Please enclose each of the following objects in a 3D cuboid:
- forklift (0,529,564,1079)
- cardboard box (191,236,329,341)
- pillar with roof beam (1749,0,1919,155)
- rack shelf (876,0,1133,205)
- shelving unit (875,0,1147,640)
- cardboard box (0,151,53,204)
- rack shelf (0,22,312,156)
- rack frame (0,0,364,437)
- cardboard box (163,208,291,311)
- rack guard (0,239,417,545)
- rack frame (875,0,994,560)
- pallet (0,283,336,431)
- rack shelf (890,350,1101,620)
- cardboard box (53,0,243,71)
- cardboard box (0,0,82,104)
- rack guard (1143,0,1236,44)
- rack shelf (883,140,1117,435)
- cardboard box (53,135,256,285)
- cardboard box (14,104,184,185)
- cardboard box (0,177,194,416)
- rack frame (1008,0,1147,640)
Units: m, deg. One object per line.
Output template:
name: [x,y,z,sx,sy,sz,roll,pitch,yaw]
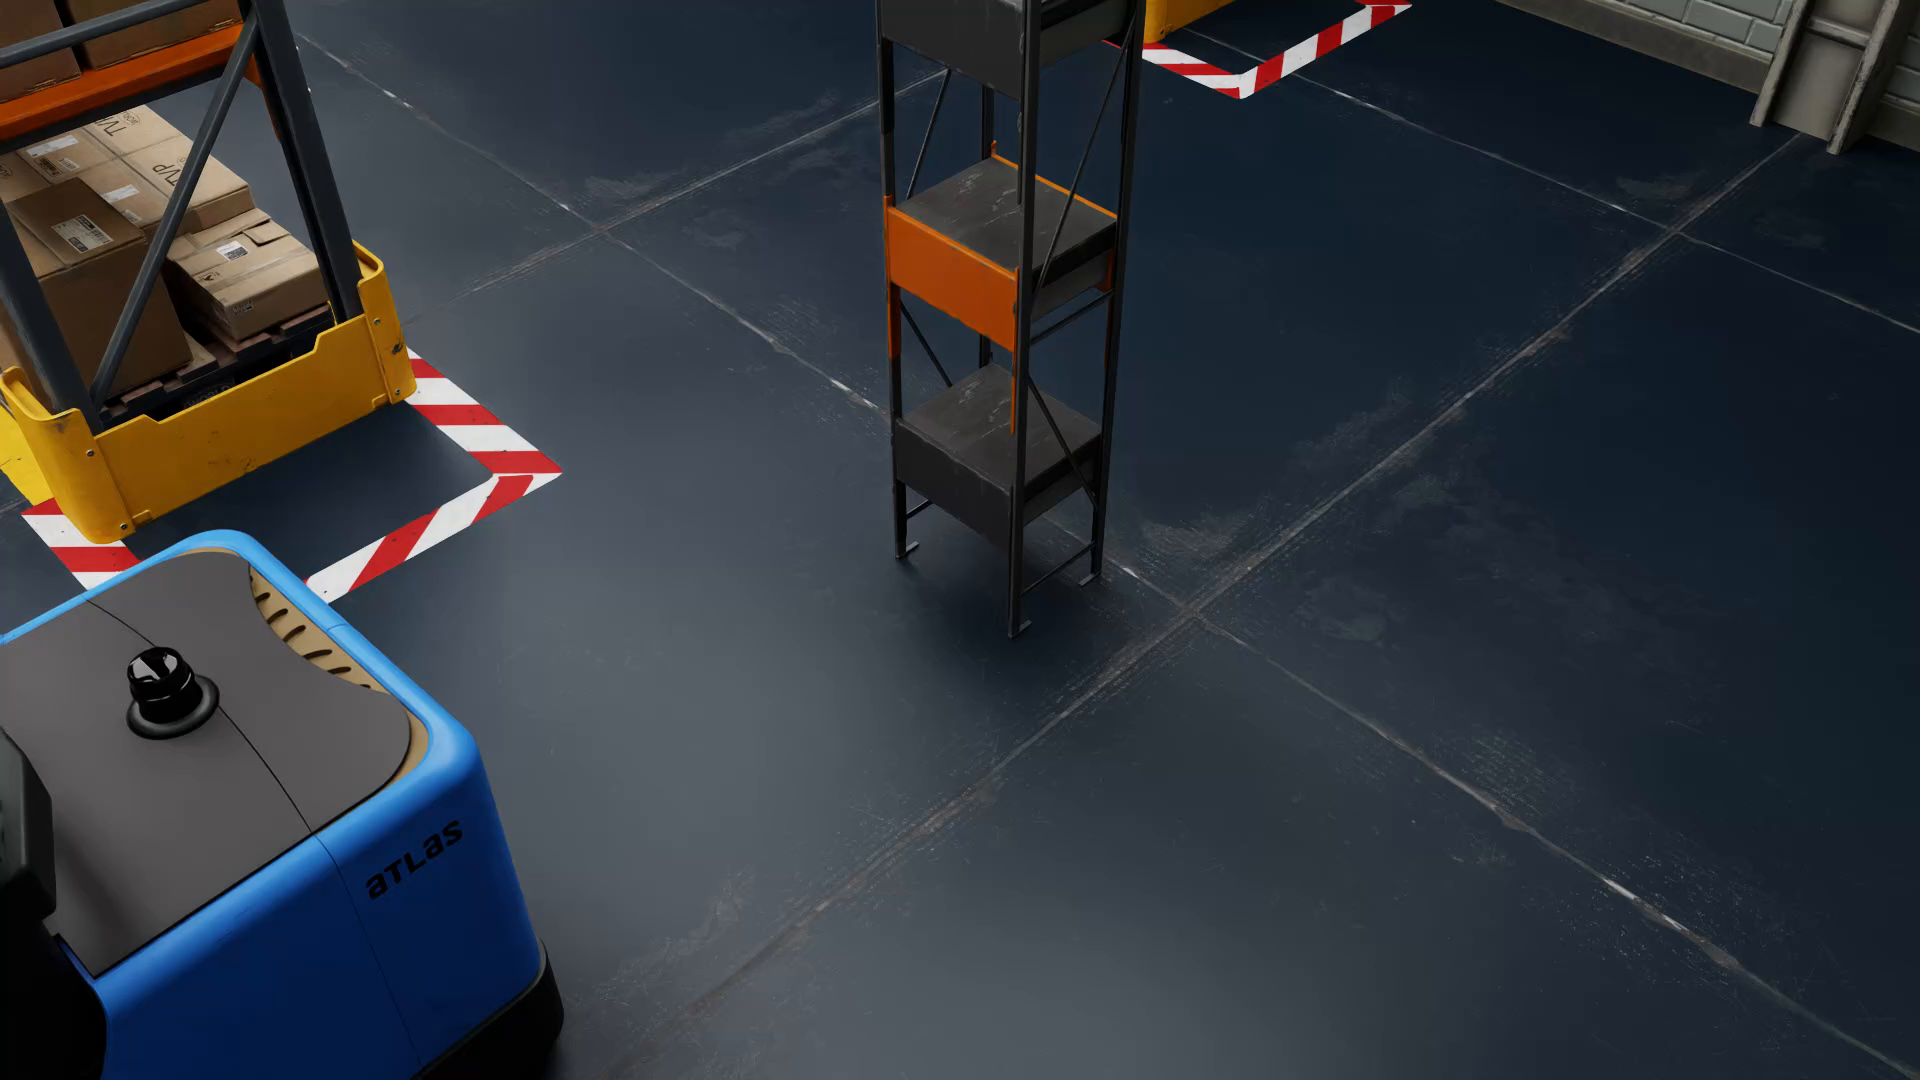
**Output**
forklift: [-2.307,0.616,2.424,1.130,2.935,3.031,32,52,30]
cardboard box: [-2.409,-0.875,5.763,0.380,0.149,0.250,-34,53,-31]
pillar with roof beam: [0.619,-3.028,1.896,9.100,9.000,0.400,-34,53,-31]
rack shelf: [0.117,-1.196,3.986,0.431,0.518,0.480,-34,53,-31]
shelving unit: [0.117,-0.692,4.451,0.431,2.100,0.503,-34,53,-31]
cardboard box: [-3.565,-1.161,5.998,0.500,0.250,0.500,-34,53,-31]
rack shelf: [-3.769,-2.092,5.833,1.077,0.370,4.000,-34,53,-31]
rack frame: [-2.357,-1.395,4.549,1.000,3.000,0.127,-34,53,-31]
cardboard box: [-2.586,-1.002,5.888,0.380,0.166,0.250,-34,53,-31]
rack guard: [-2.411,-0.513,5.437,1.175,0.500,0.348,-34,53,-31]
rack frame: [-0.055,-0.809,4.578,0.400,2.100,0.015,-34,53,-31]
pallet: [-2.974,-0.790,5.949,1.003,0.211,1.213,-34,53,-31]
rack shelf: [0.117,-0.168,4.936,0.431,0.518,0.480,-34,53,-31]
cardboard box: [-2.484,-1.771,4.883,0.500,0.500,0.500,-33,52,-30]
cardboard box: [-2.866,-1.516,4.607,0.500,0.500,0.500,-32,52,-30]
rack guard: [1.165,-2.841,7.956,1.175,0.500,0.348,-34,53,-31]
rack shelf: [0.117,-0.682,4.461,0.431,0.518,0.480,-34,53,-31]
cardboard box: [-2.893,-1.184,6.023,0.500,0.250,0.500,-34,53,-31]
cardboard box: [-3.246,-1.424,6.283,0.500,0.250,0.500,-34,53,-31]
cardboard box: [-2.915,-0.782,5.403,0.500,0.500,0.500,-34,53,-31]
rack frame: [0.289,-0.574,4.324,0.400,2.100,0.015,-34,53,-31]
